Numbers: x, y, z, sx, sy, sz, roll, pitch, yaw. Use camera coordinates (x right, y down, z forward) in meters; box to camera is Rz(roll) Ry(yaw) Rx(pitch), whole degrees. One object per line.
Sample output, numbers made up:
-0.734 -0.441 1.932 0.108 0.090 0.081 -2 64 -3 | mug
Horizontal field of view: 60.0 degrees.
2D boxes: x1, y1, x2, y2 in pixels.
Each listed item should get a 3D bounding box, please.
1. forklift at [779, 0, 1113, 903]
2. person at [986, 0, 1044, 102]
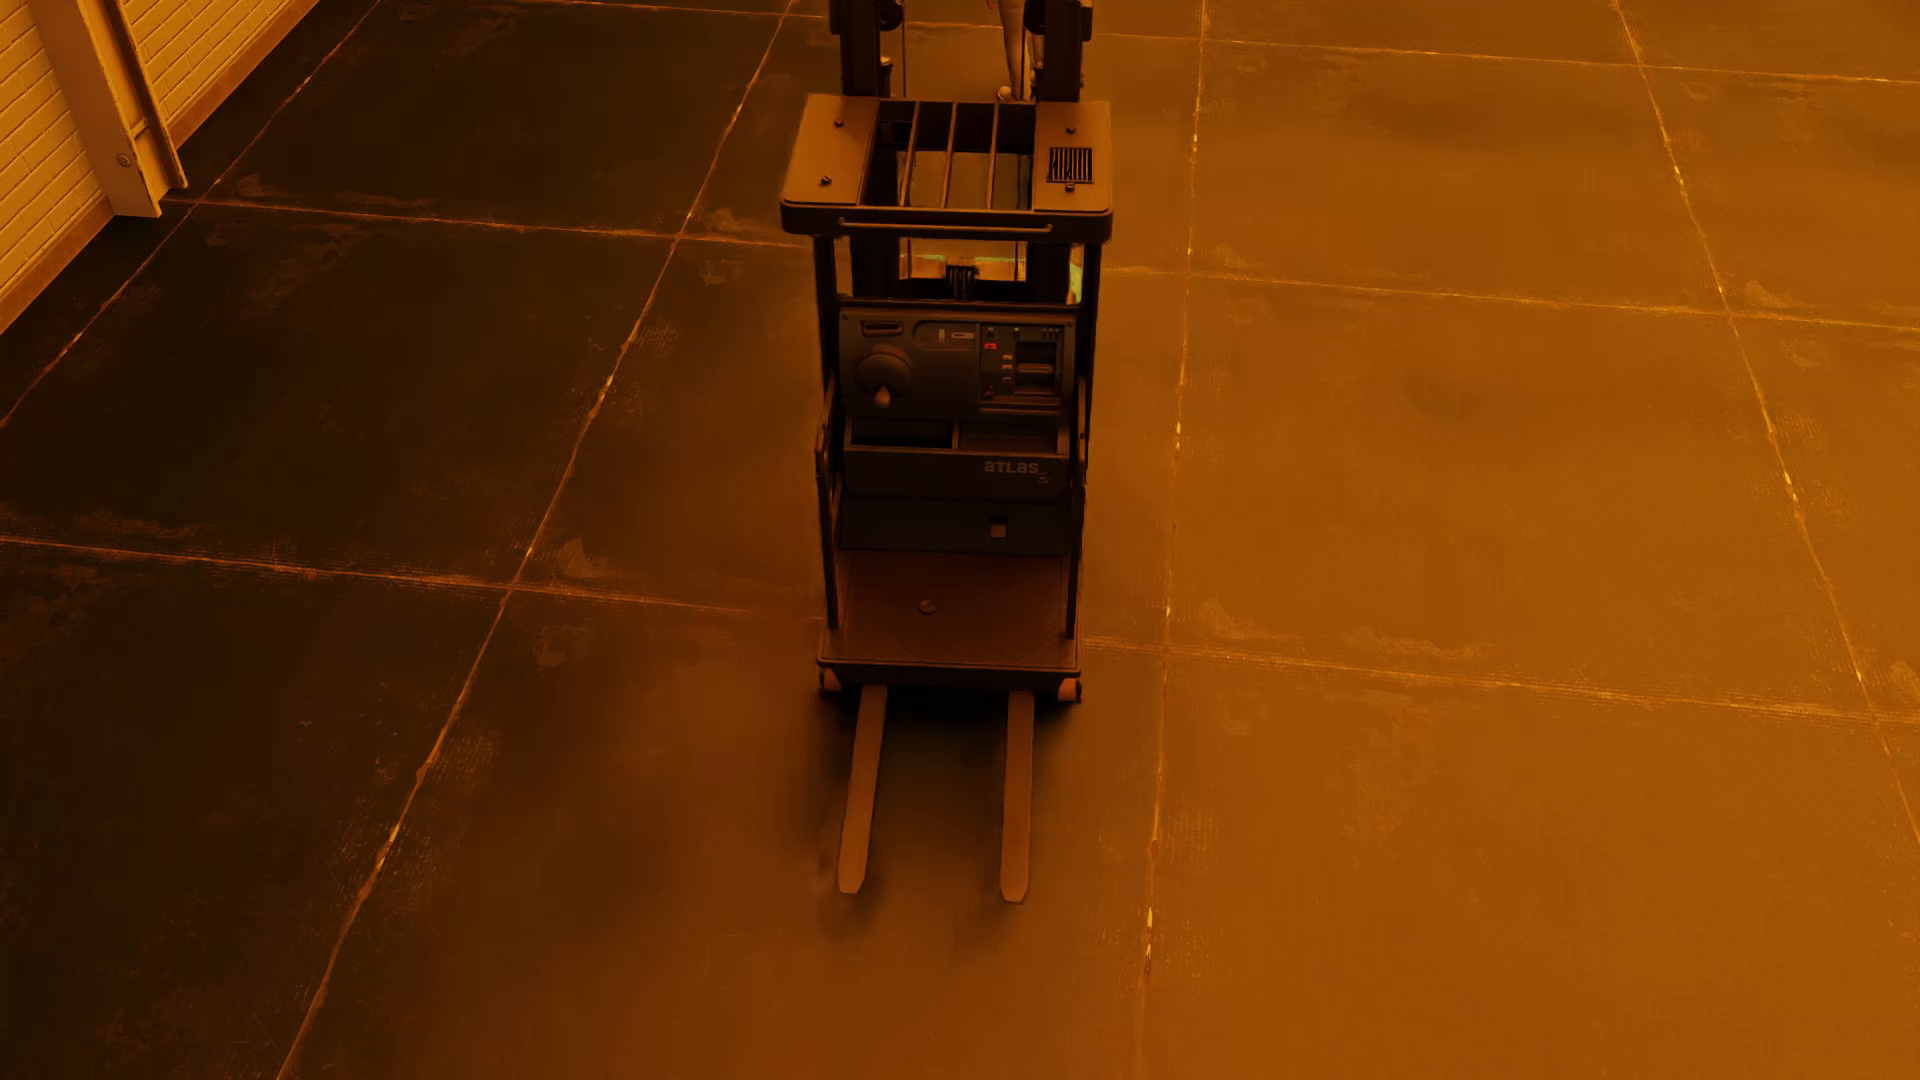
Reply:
-0.023 -0.619 6.398 1.130 2.935 3.031 2 43 2 | forklift
0.397 -3.545 10.487 0.569 1.697 0.528 -18 45 -18 | person
